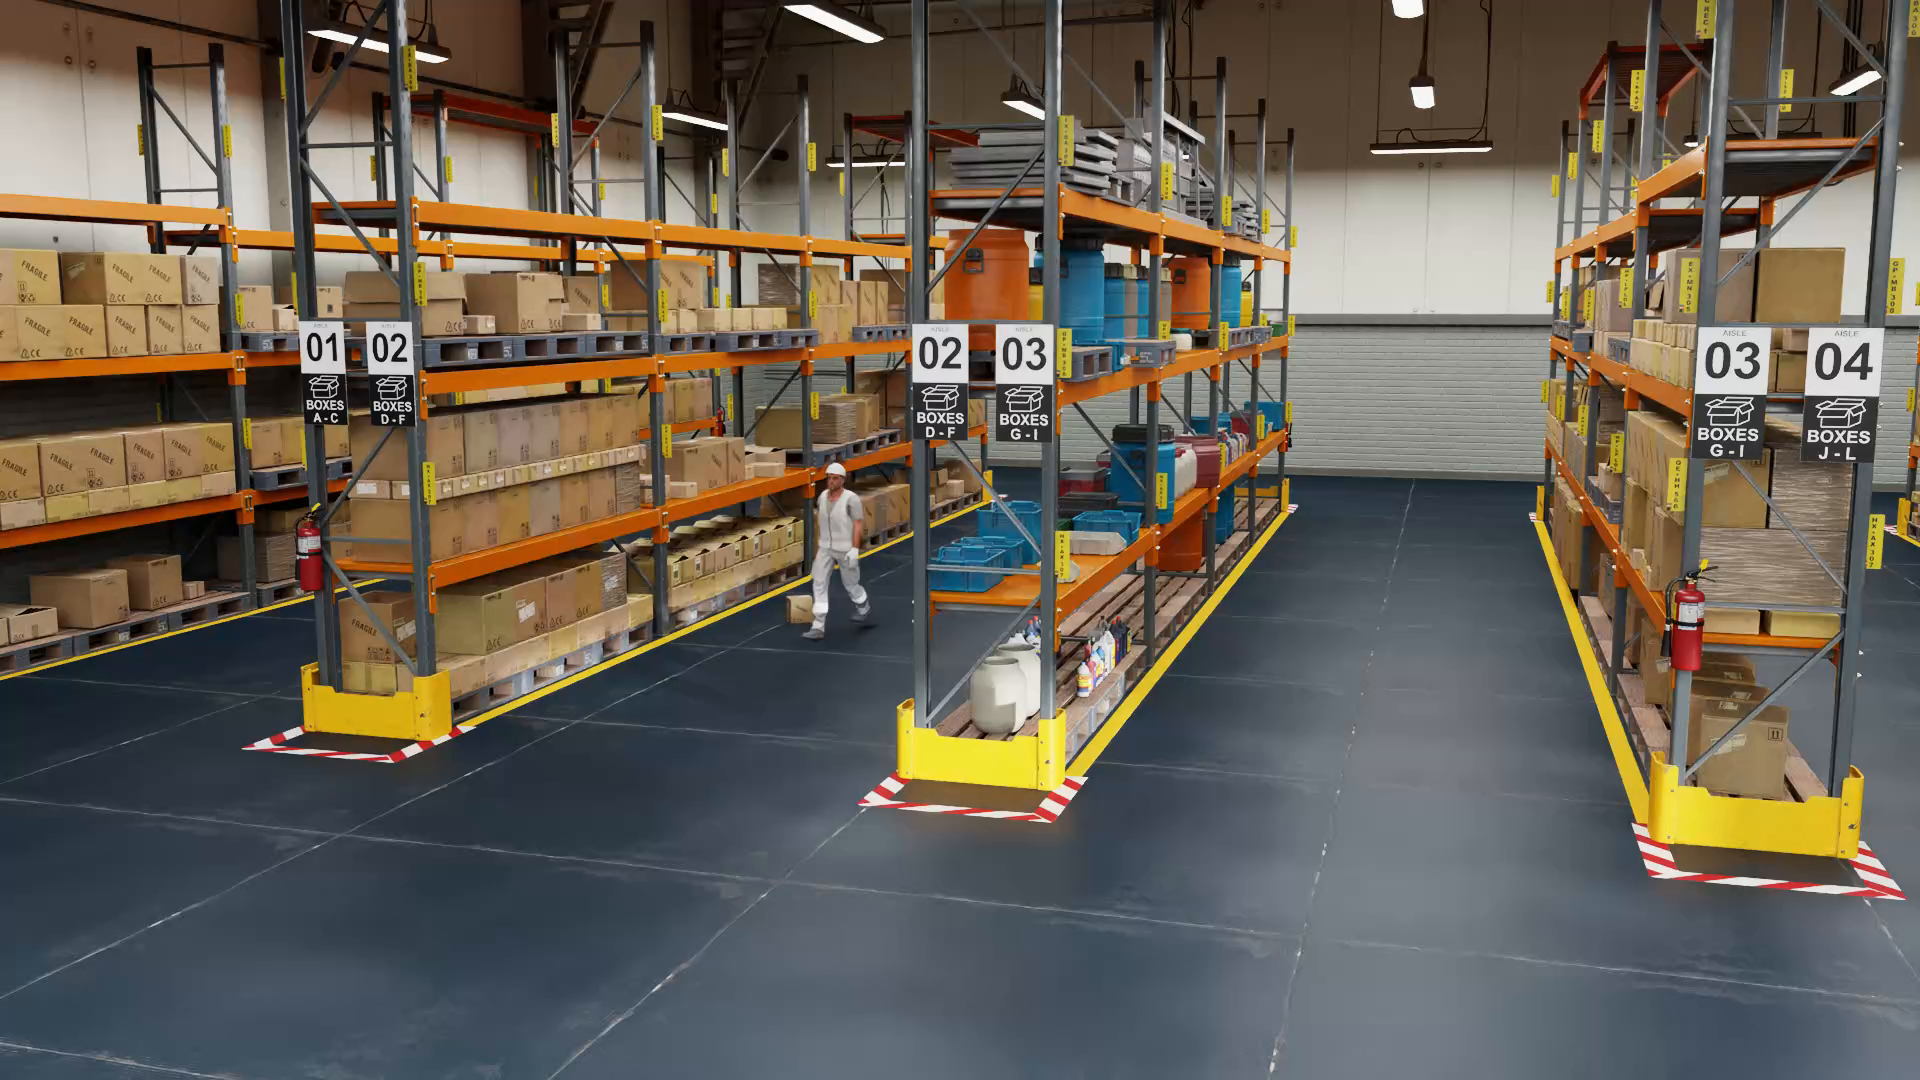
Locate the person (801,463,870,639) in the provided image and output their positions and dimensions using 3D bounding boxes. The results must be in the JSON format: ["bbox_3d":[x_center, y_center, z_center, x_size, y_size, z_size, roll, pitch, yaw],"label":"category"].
[{"bbox_3d":[-1.203,0.091,16.718,0.540,1.747,1.073,3,9,22],"label":"person"}]
